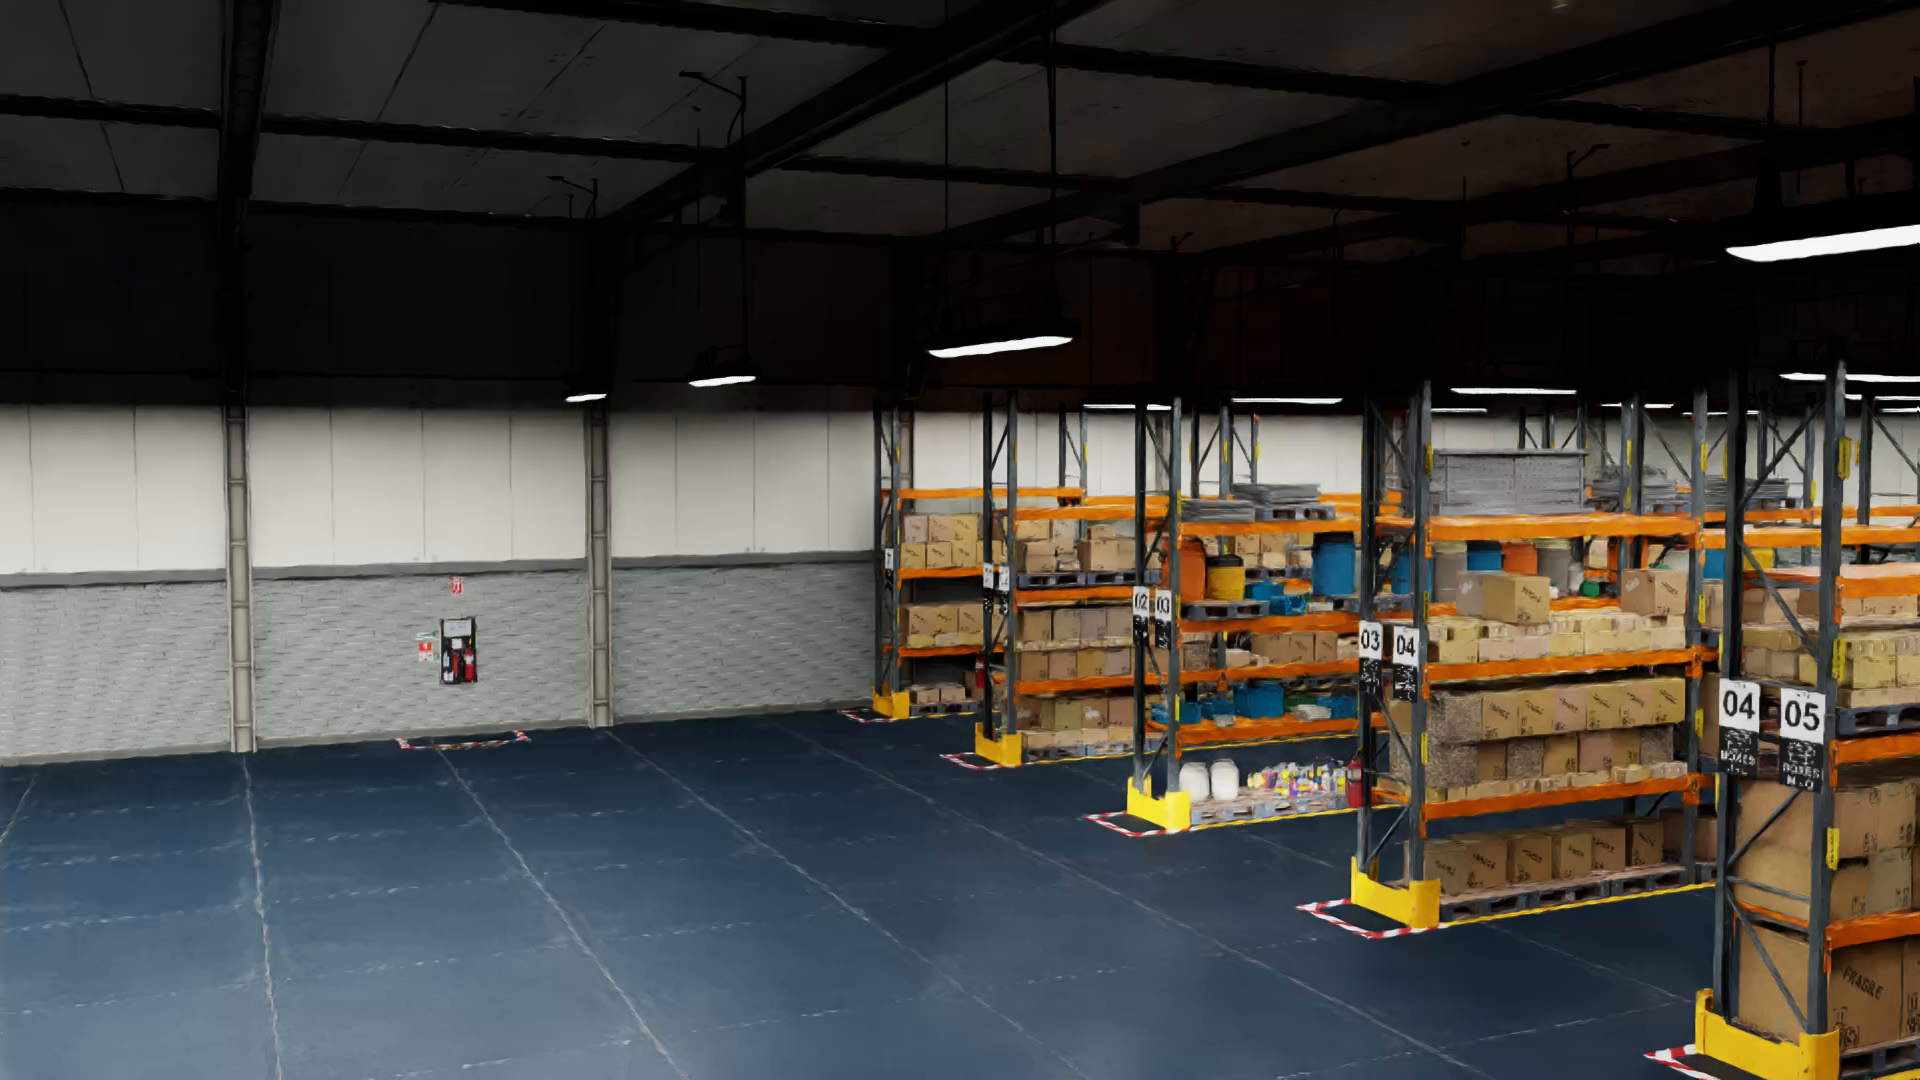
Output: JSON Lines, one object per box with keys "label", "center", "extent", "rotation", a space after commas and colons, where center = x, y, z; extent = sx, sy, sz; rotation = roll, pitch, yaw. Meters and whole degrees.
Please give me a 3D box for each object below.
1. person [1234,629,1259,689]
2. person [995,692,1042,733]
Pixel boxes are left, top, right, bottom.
{"label": "person", "center": [5.640, 2.416, 32.797], "extent": [1.029, 1.664, 0.538], "rotation": [-2, 4, -33]}
{"label": "person", "center": [1.090, 2.638, 29.314], "extent": [1.069, 1.586, 0.494], "rotation": [-1, 4, -21]}
